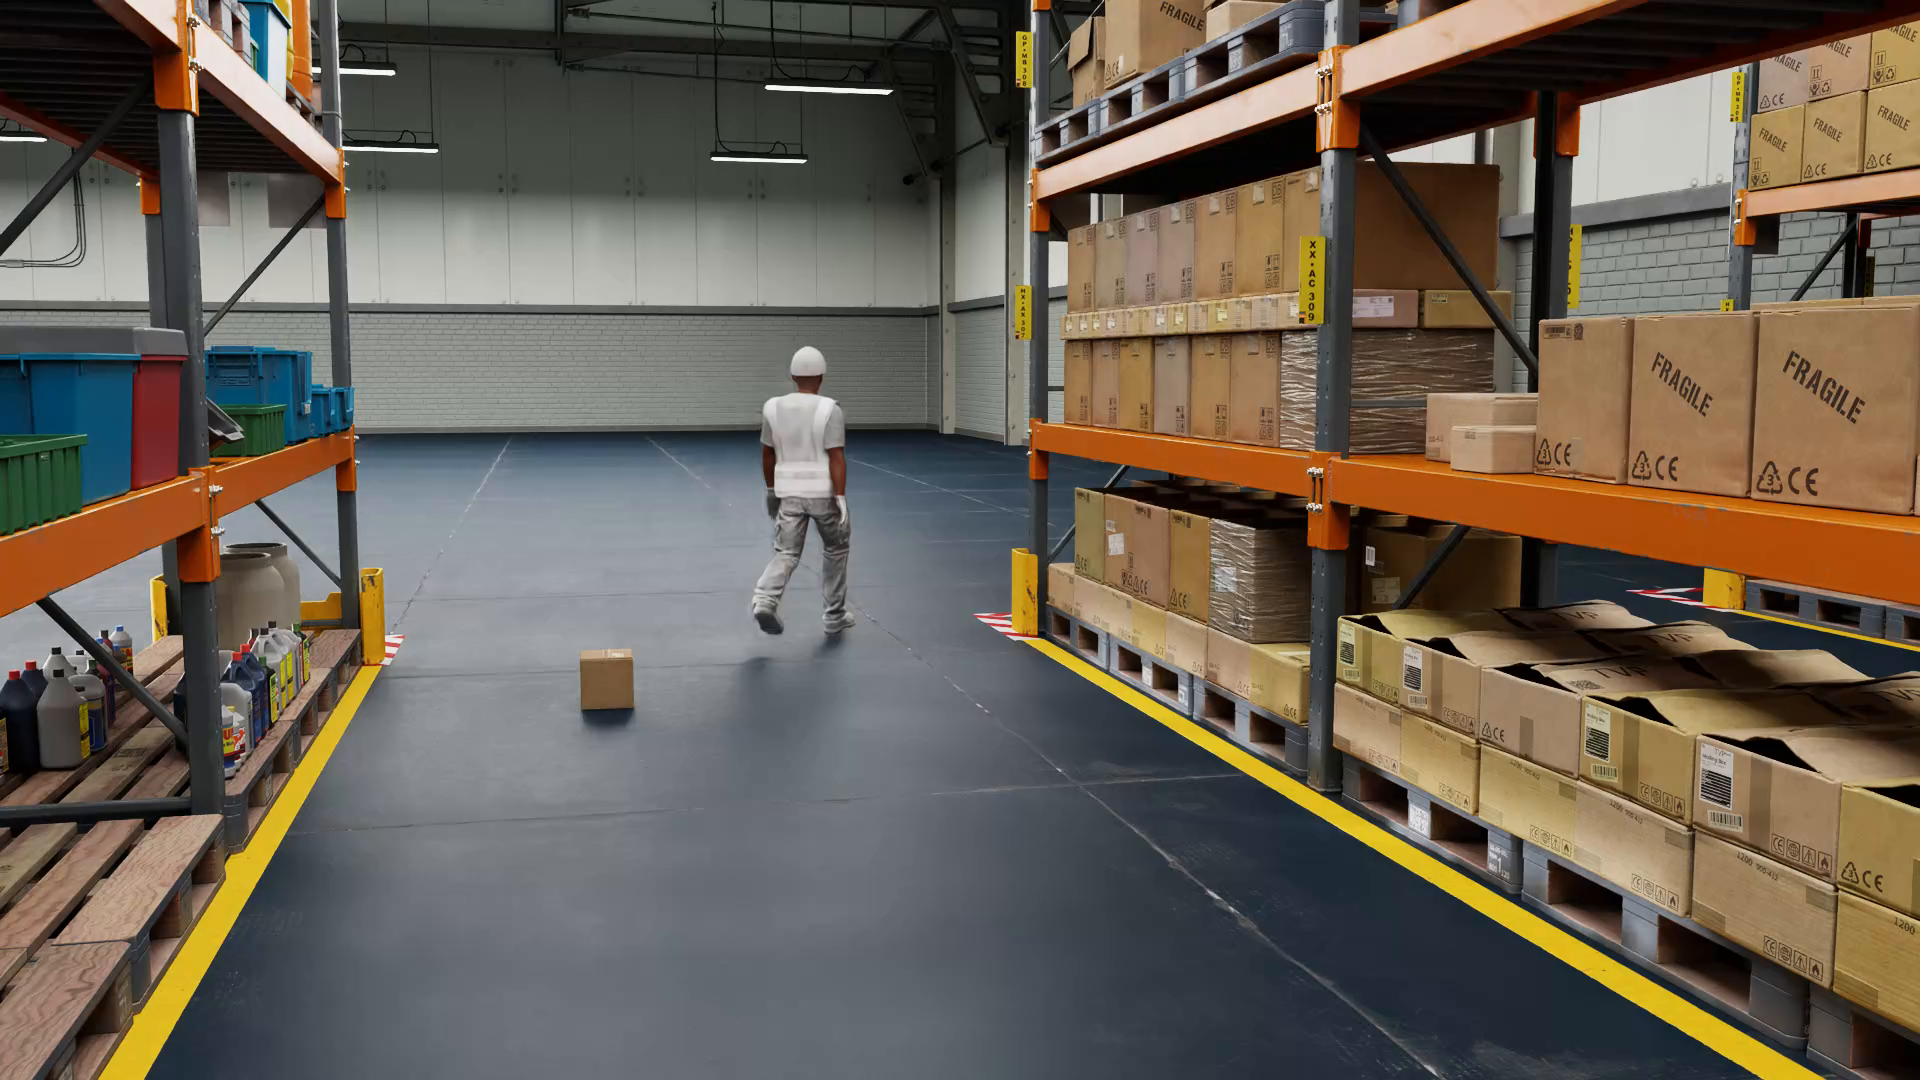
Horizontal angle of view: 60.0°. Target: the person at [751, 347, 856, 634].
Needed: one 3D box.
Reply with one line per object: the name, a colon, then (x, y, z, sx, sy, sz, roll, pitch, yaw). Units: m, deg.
person: (-0.919, -0.274, 9.898, 0.587, 1.745, 0.976, 2, 6, 16)
